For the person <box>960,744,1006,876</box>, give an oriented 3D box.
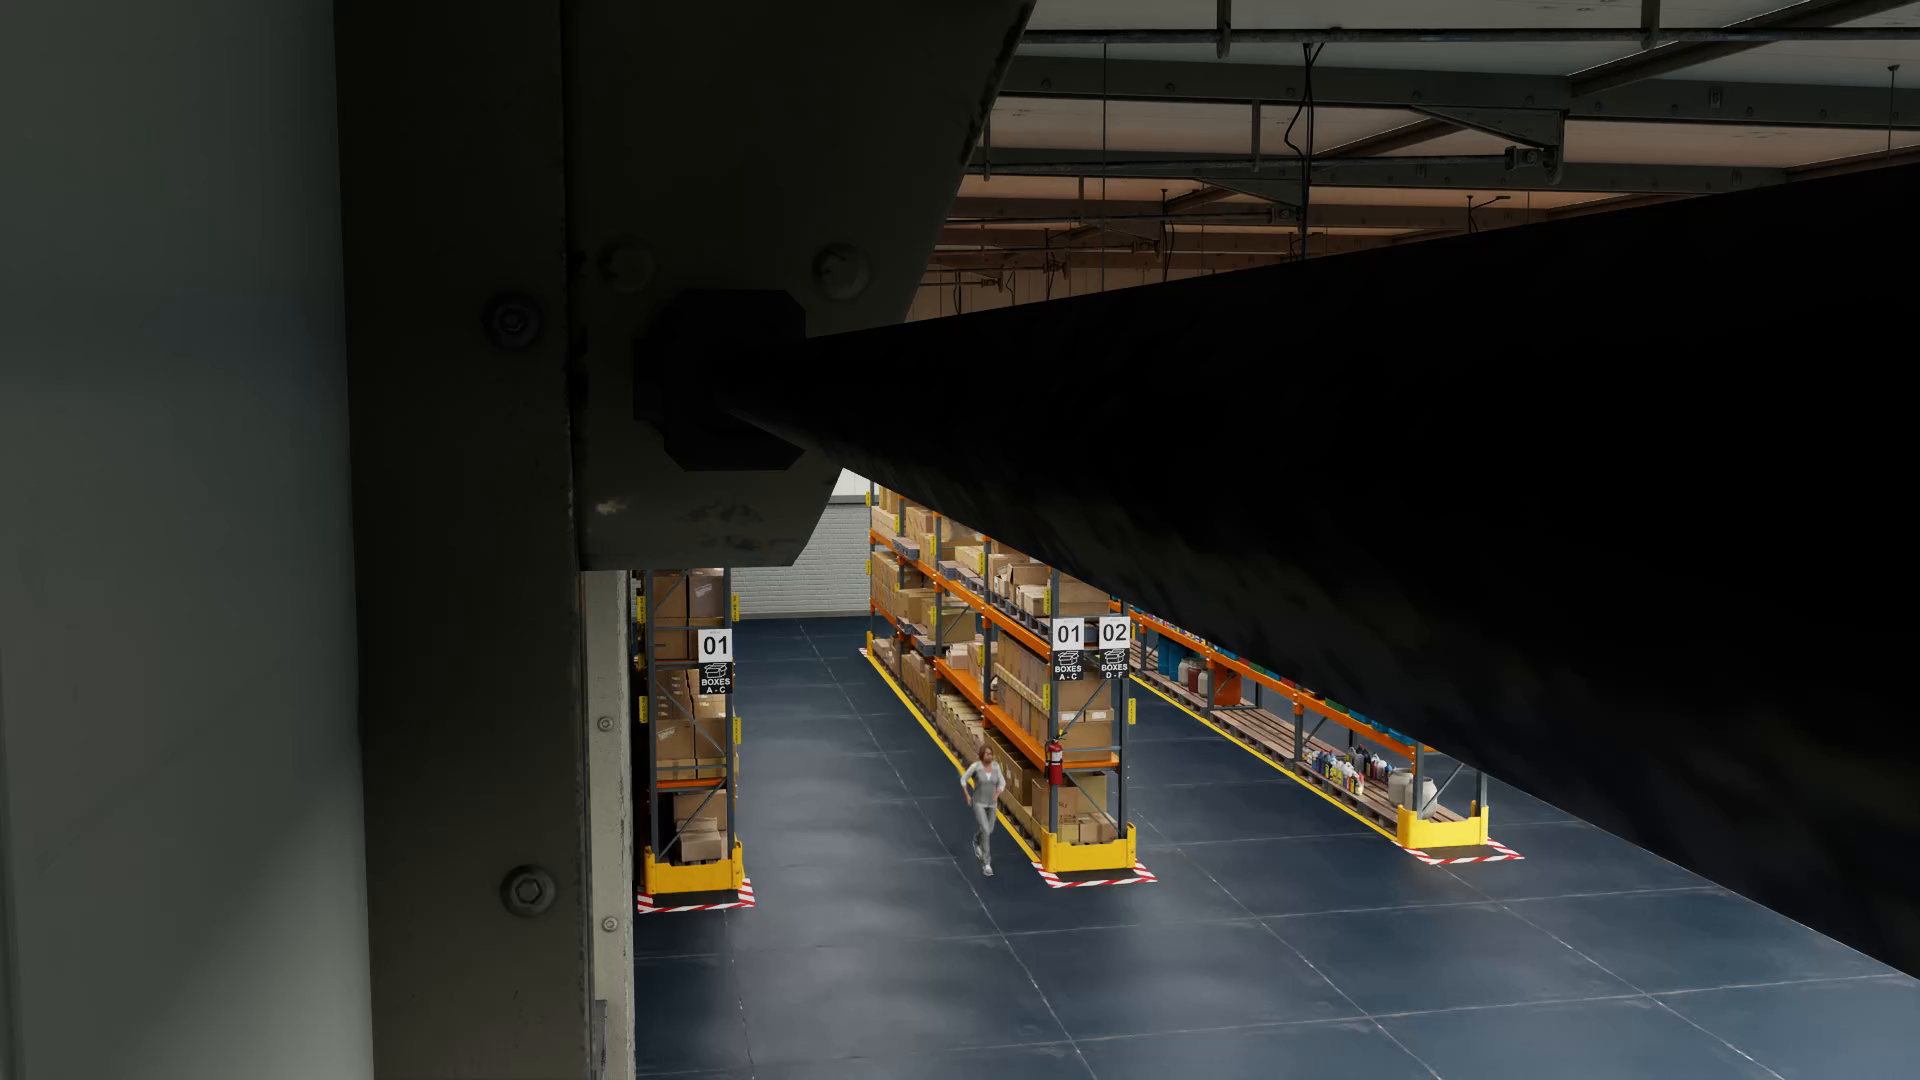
[{"bbox_3d":[0.299,3.352,20.978,0.558,1.601,0.779,-2,6,-22],"label":"person"}]
